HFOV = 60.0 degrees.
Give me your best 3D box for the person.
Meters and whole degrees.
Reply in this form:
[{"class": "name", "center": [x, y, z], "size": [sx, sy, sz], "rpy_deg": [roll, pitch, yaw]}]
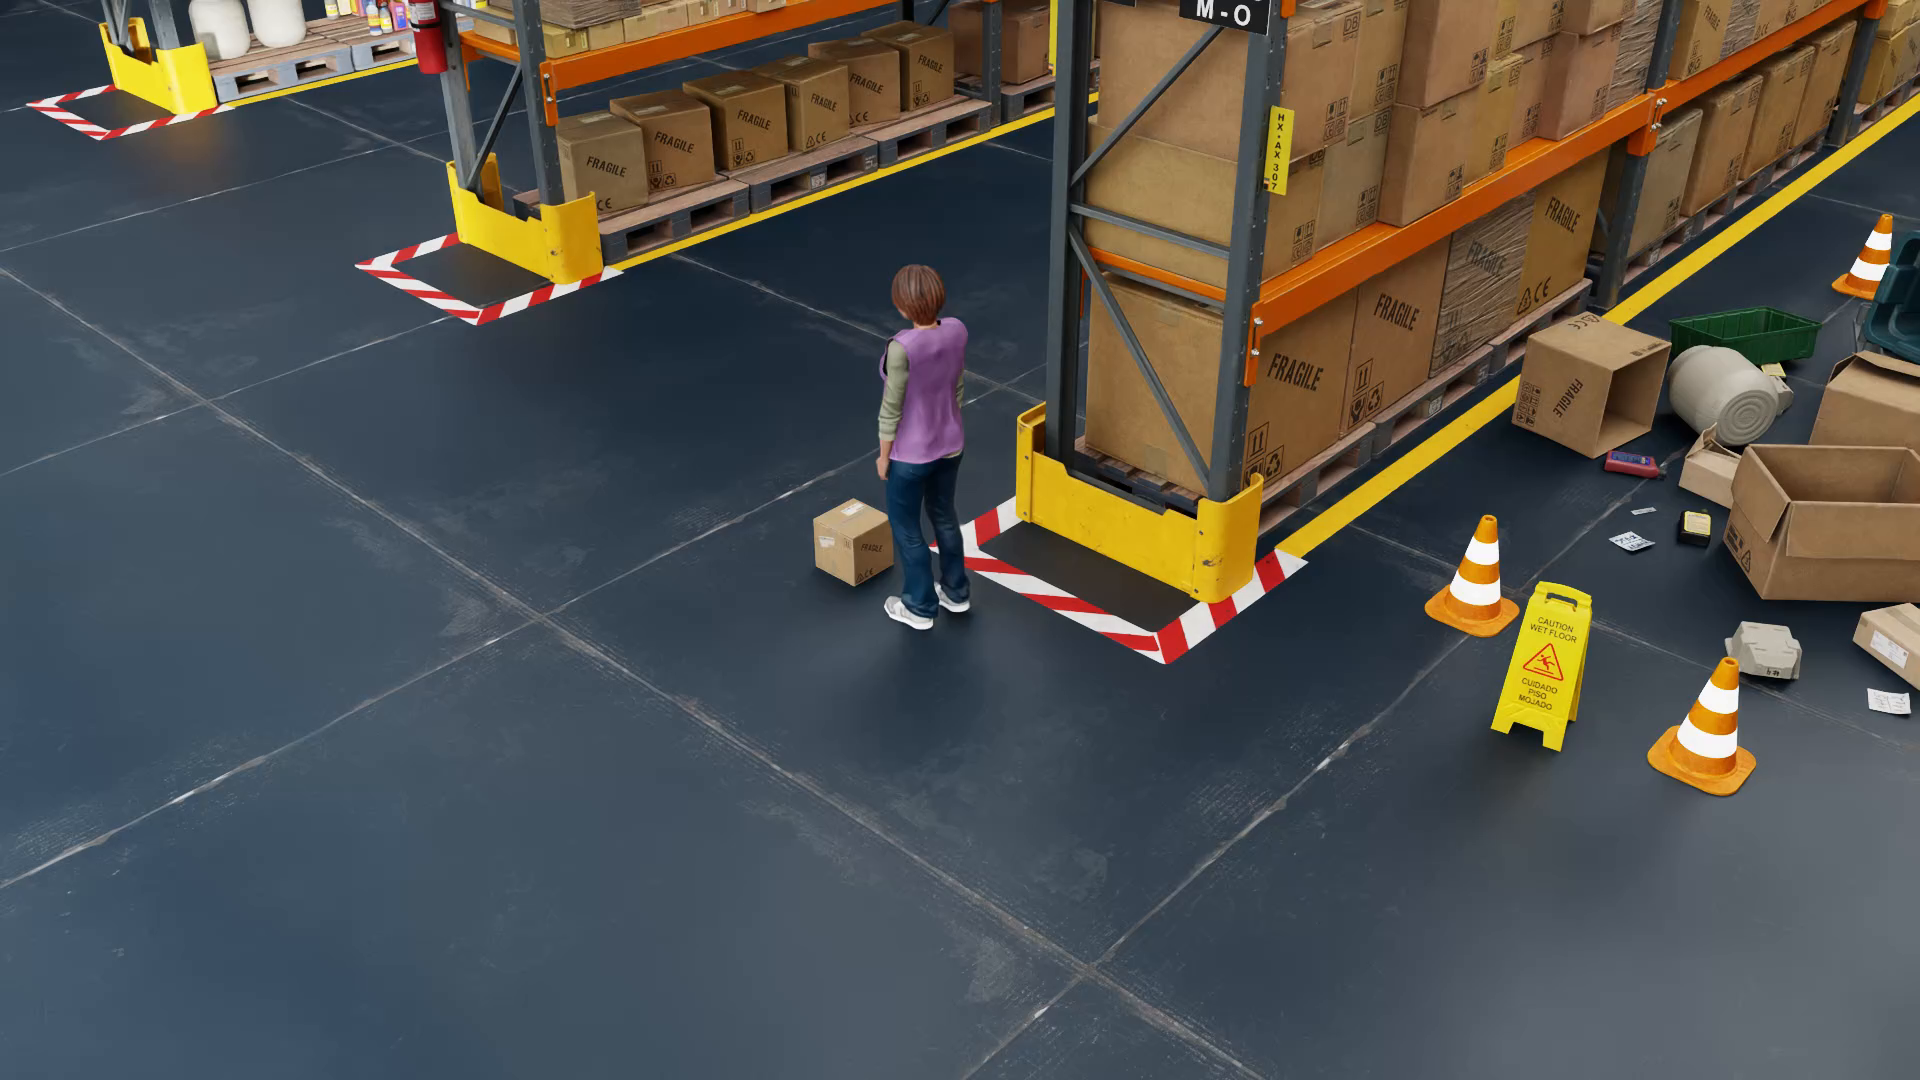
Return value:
[{"class": "person", "center": [-0.158, -0.357, 6.736], "size": [0.407, 1.596, 0.303], "rpy_deg": [-25, 39, -34]}]
